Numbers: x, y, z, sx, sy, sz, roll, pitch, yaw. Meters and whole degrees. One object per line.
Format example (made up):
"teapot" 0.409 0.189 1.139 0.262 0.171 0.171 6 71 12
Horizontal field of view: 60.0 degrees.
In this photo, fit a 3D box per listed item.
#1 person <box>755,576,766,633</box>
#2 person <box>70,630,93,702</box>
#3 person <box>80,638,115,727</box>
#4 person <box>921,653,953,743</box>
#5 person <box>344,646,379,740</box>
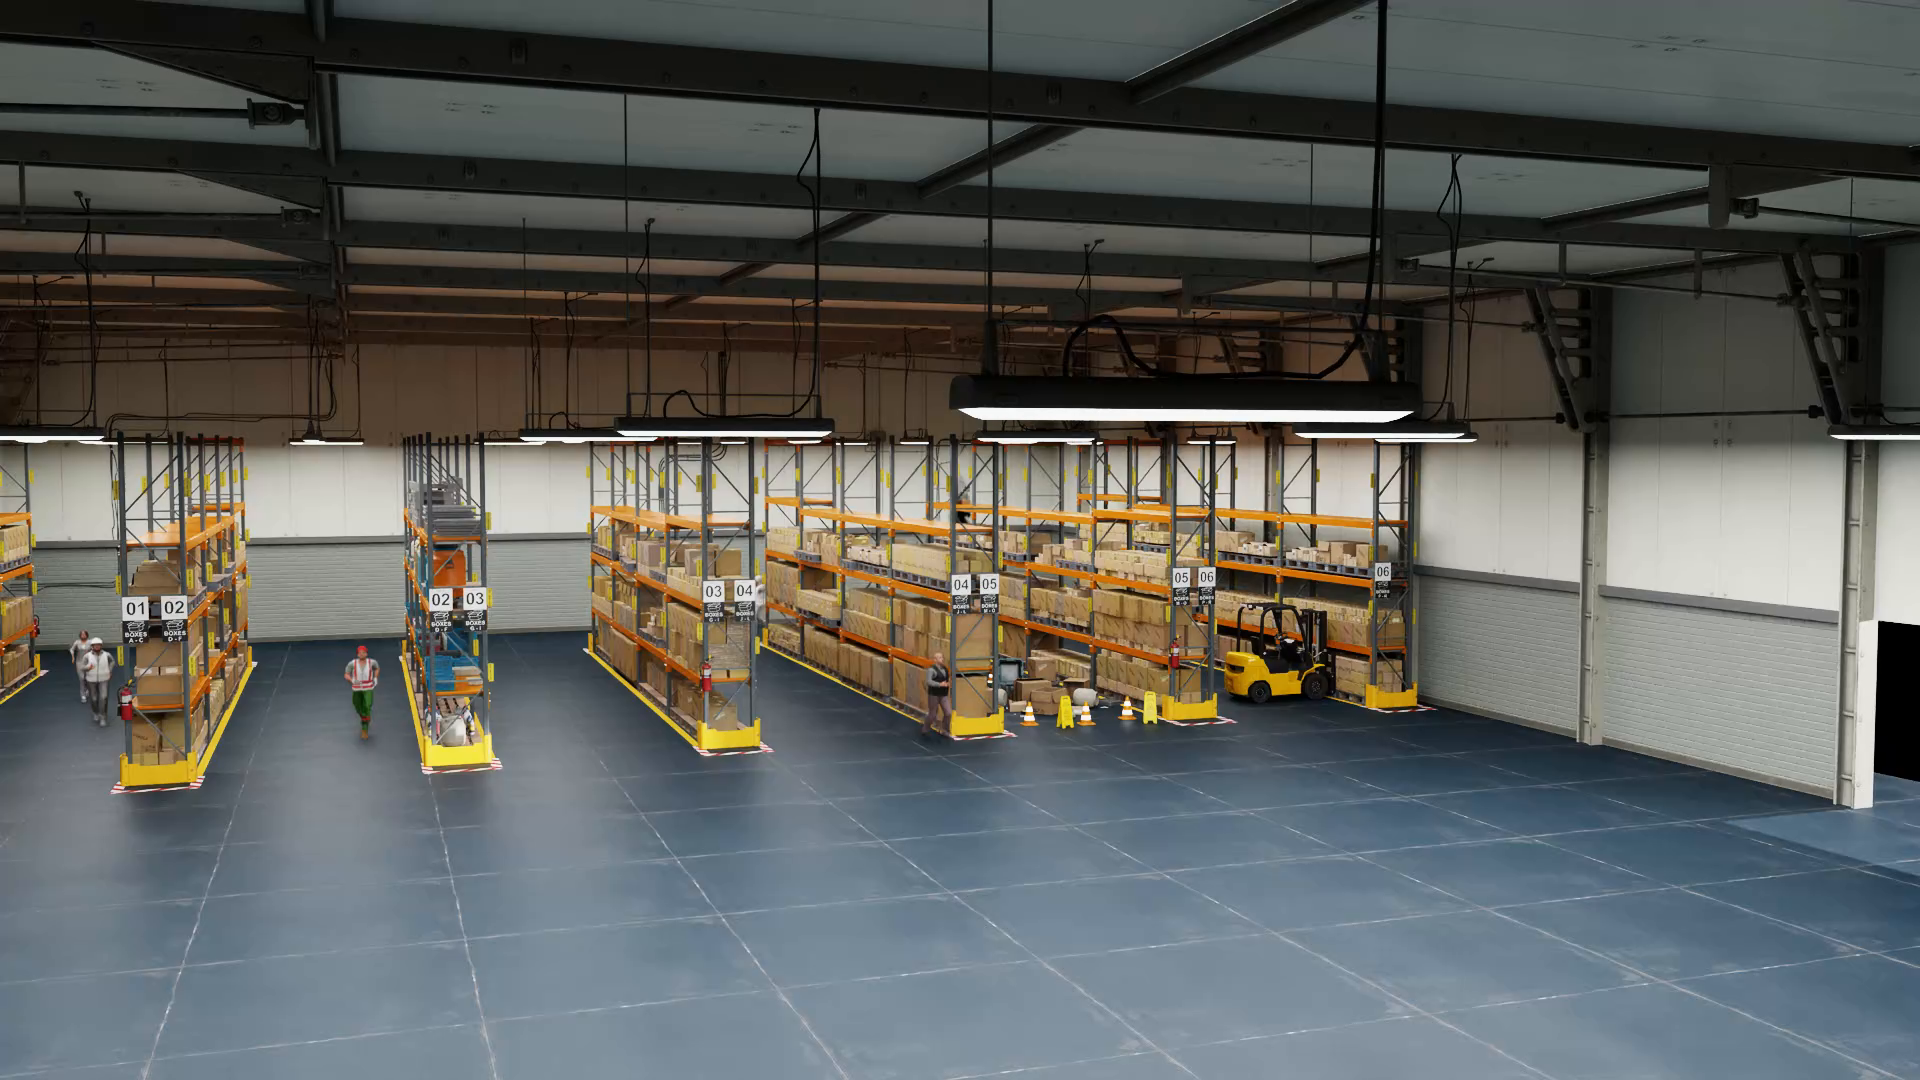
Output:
"person" -6.045 1.981 49.561 0.888 1.814 0.706 -2 4 -37
"person" -19.794 2.823 37.587 0.537 1.581 0.893 -2 4 -31
"person" -17.776 2.910 34.282 0.651 1.789 0.881 -2 4 -28
"person" -0.426 3.085 32.362 0.674 1.801 0.761 -3 4 -44
"person" -11.915 2.999 33.110 0.622 1.794 1.156 -1 3 -11
